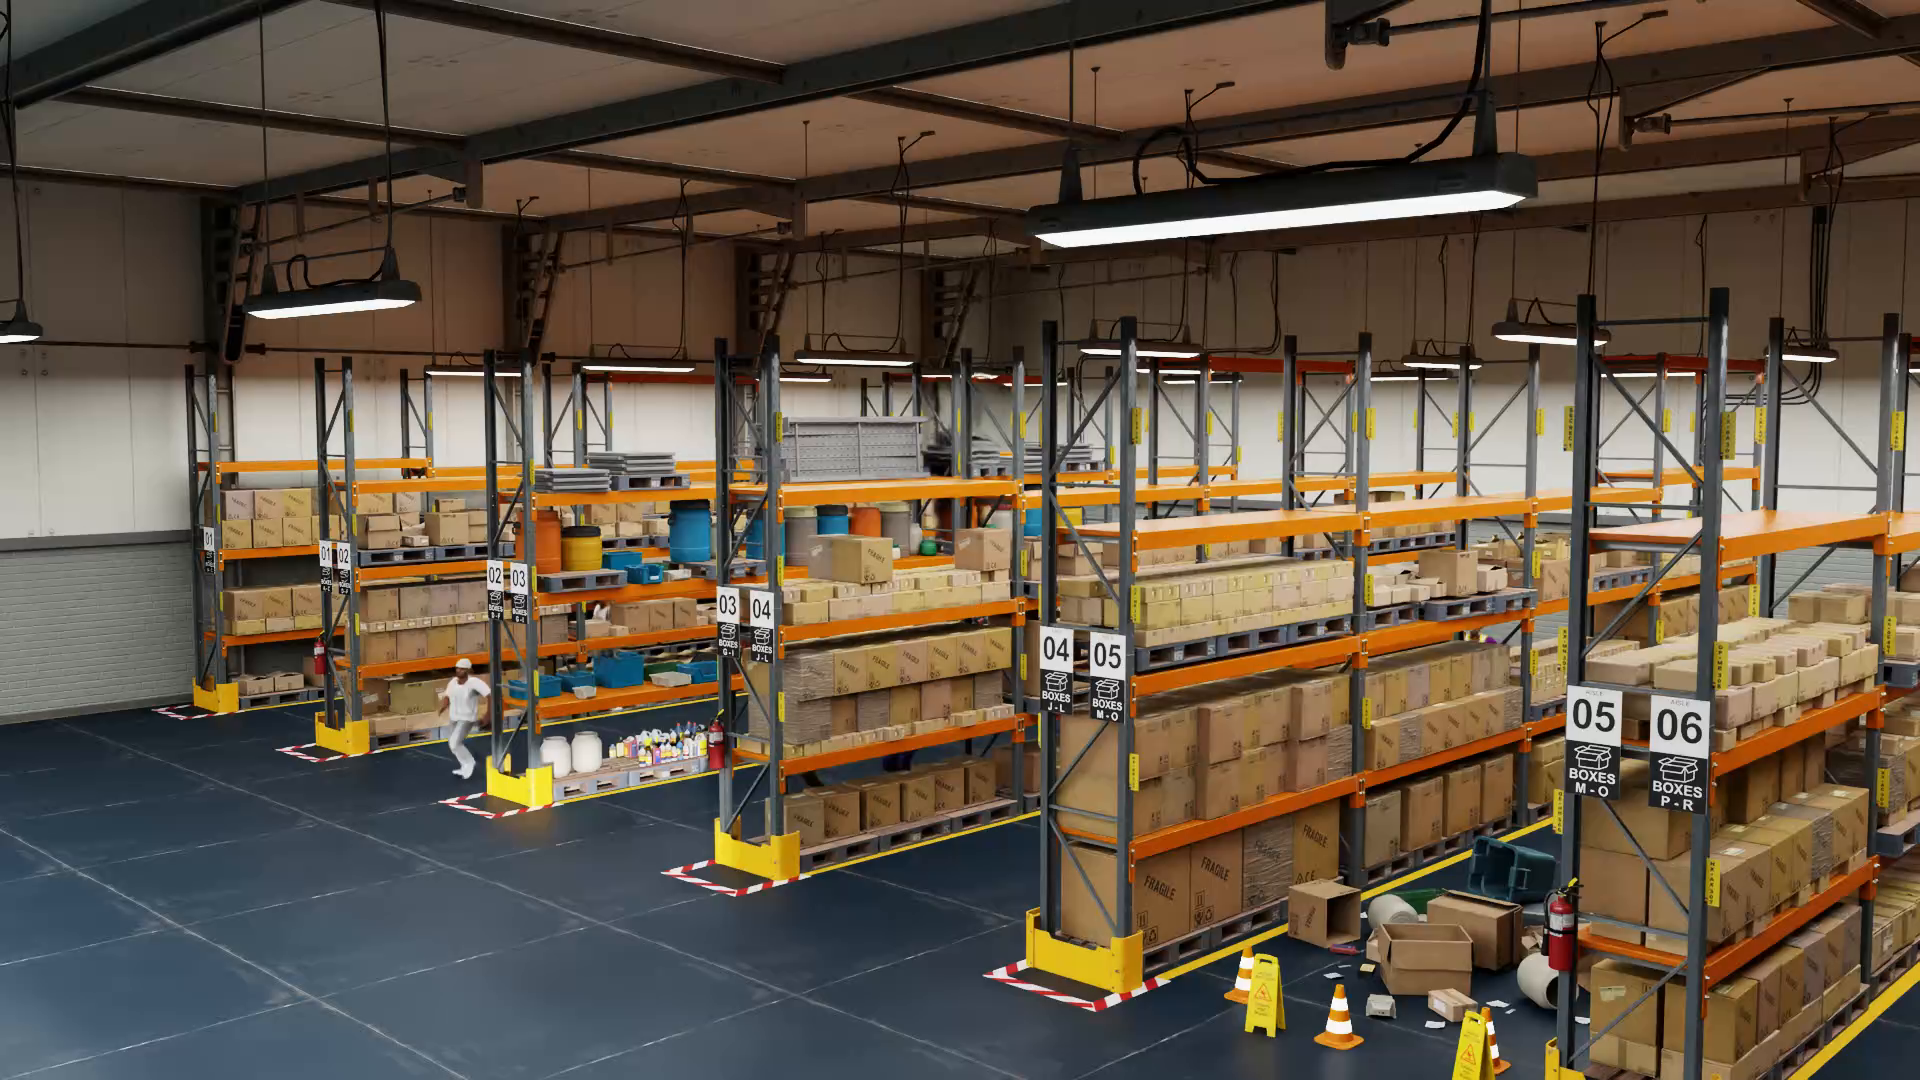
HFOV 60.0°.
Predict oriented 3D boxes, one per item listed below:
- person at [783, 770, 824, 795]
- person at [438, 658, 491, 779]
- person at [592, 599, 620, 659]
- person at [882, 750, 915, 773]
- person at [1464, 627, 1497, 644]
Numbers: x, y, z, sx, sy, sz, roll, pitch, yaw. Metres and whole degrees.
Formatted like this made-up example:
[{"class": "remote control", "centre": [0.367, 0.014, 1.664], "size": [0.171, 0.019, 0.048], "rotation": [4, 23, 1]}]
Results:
[{"class": "person", "centre": [-2.105, 2.637, 21.431], "size": [0.649, 1.804, 1.026], "rotation": [2, 5, 29]}, {"class": "person", "centre": [-6.967, 2.511, 23.347], "size": [0.767, 1.723, 0.619], "rotation": [2, 5, 29]}, {"class": "person", "centre": [-6.697, 1.833, 31.432], "size": [0.683, 1.769, 1.003], "rotation": [3, 5, 36]}, {"class": "person", "centre": [-0.783, 2.666, 22.277], "size": [0.607, 1.603, 0.547], "rotation": [3, 5, 34]}, {"class": "person", "centre": [8.493, 2.190, 27.503], "size": [0.682, 1.775, 0.693], "rotation": [4, 6, 42]}]
